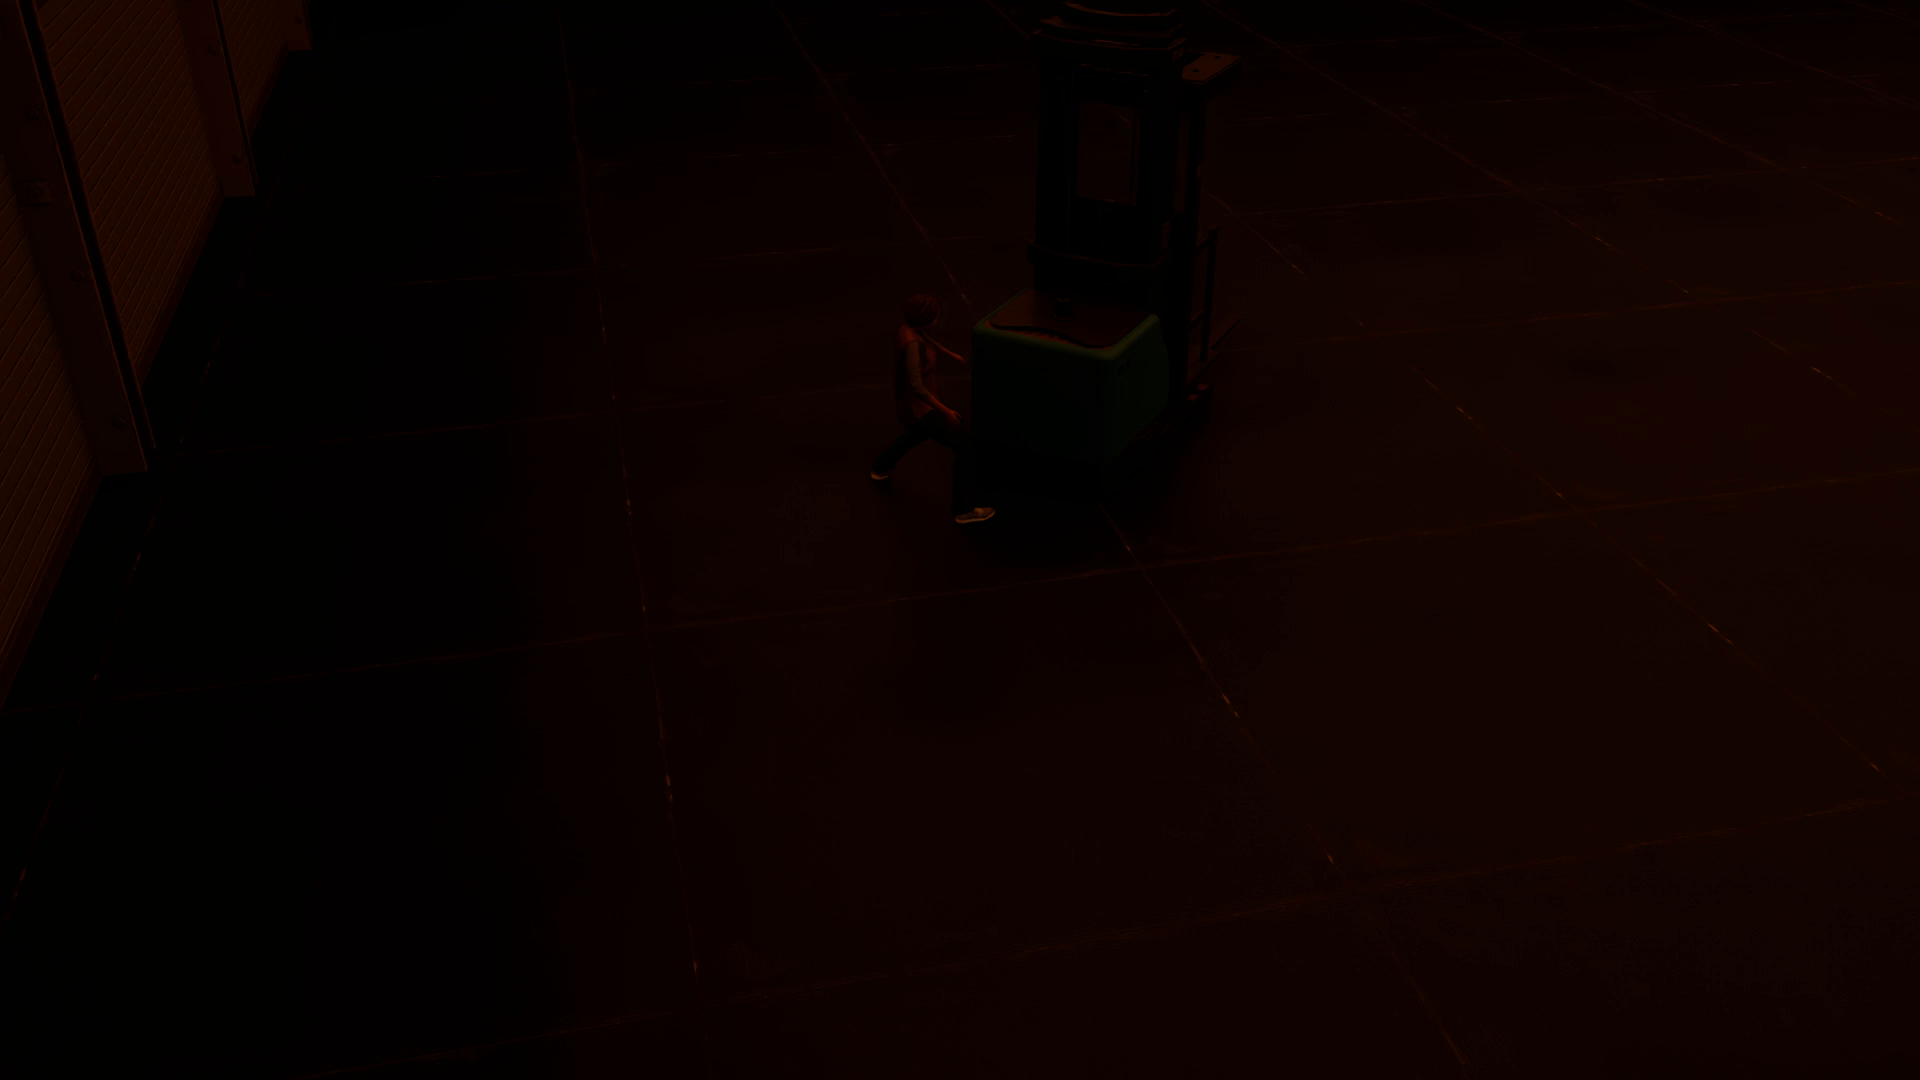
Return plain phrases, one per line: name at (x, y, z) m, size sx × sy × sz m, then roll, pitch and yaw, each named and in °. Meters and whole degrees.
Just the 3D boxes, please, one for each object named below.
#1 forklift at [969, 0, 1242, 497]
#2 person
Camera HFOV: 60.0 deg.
forklift at (1.202, -2.257, 11.474) m, size 1.130 × 2.935 × 3.031 m, roll 15°, pitch 33°, yaw 24°
person at (-0.189, -0.886, 10.650) m, size 0.811 × 1.451 × 0.869 m, roll -1°, pitch 30°, yaw -2°
